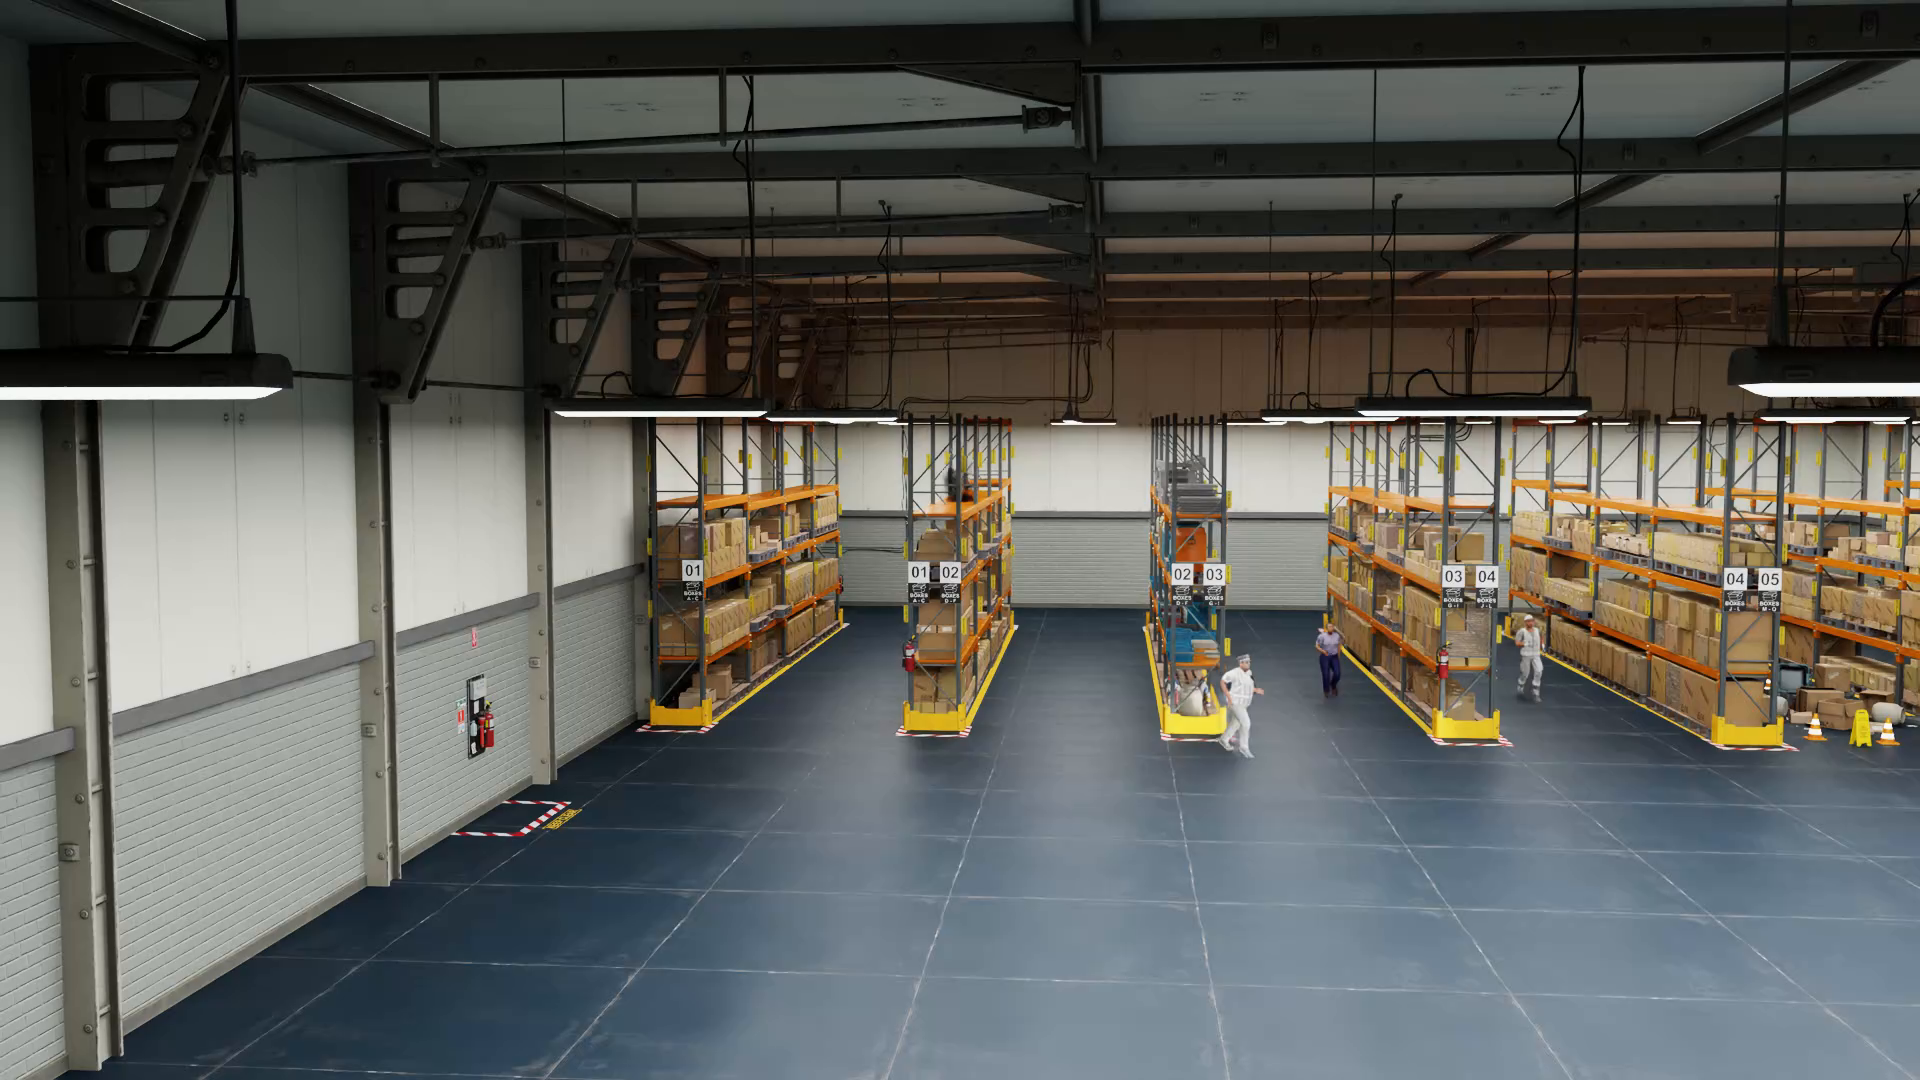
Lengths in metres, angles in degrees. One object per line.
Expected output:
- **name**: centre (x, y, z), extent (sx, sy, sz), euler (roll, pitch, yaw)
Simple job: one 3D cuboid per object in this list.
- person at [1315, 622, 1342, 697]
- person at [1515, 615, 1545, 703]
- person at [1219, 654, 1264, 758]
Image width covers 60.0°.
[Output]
- **person**: centre (7.839, 2.540, 35.253), extent (0.603, 1.609, 0.573), euler (0, 4, -1)
- **person**: centre (12.026, 2.481, 35.038), extent (0.669, 1.812, 0.893), euler (0, 4, 2)
- **person**: centre (4.899, 2.893, 29.164), extent (0.898, 1.831, 0.584), euler (3, 5, 39)
